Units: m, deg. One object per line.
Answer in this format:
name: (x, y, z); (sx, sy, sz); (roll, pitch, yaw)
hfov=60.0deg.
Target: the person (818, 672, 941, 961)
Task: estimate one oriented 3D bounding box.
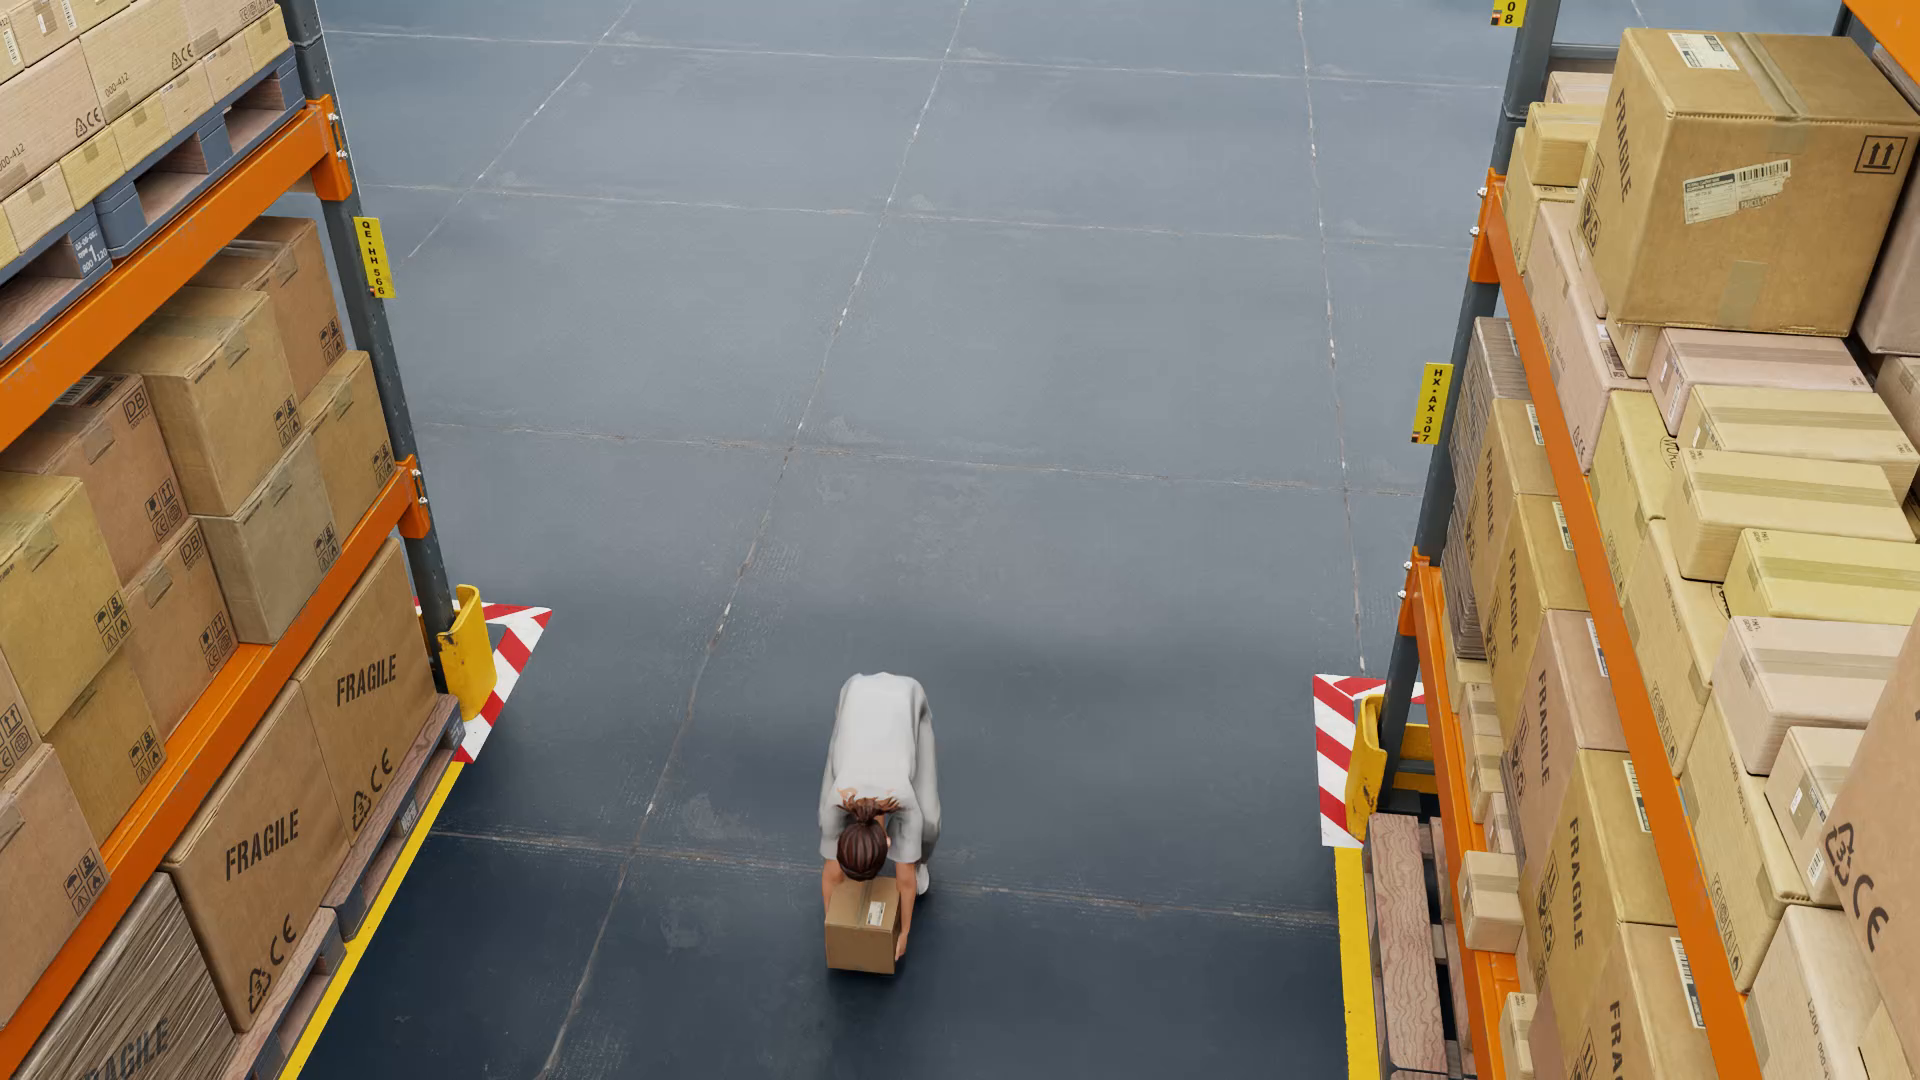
person: (-0.307, 1.046, 6.261); (0.469, 0.907, 0.850); (3, 36, 4)
